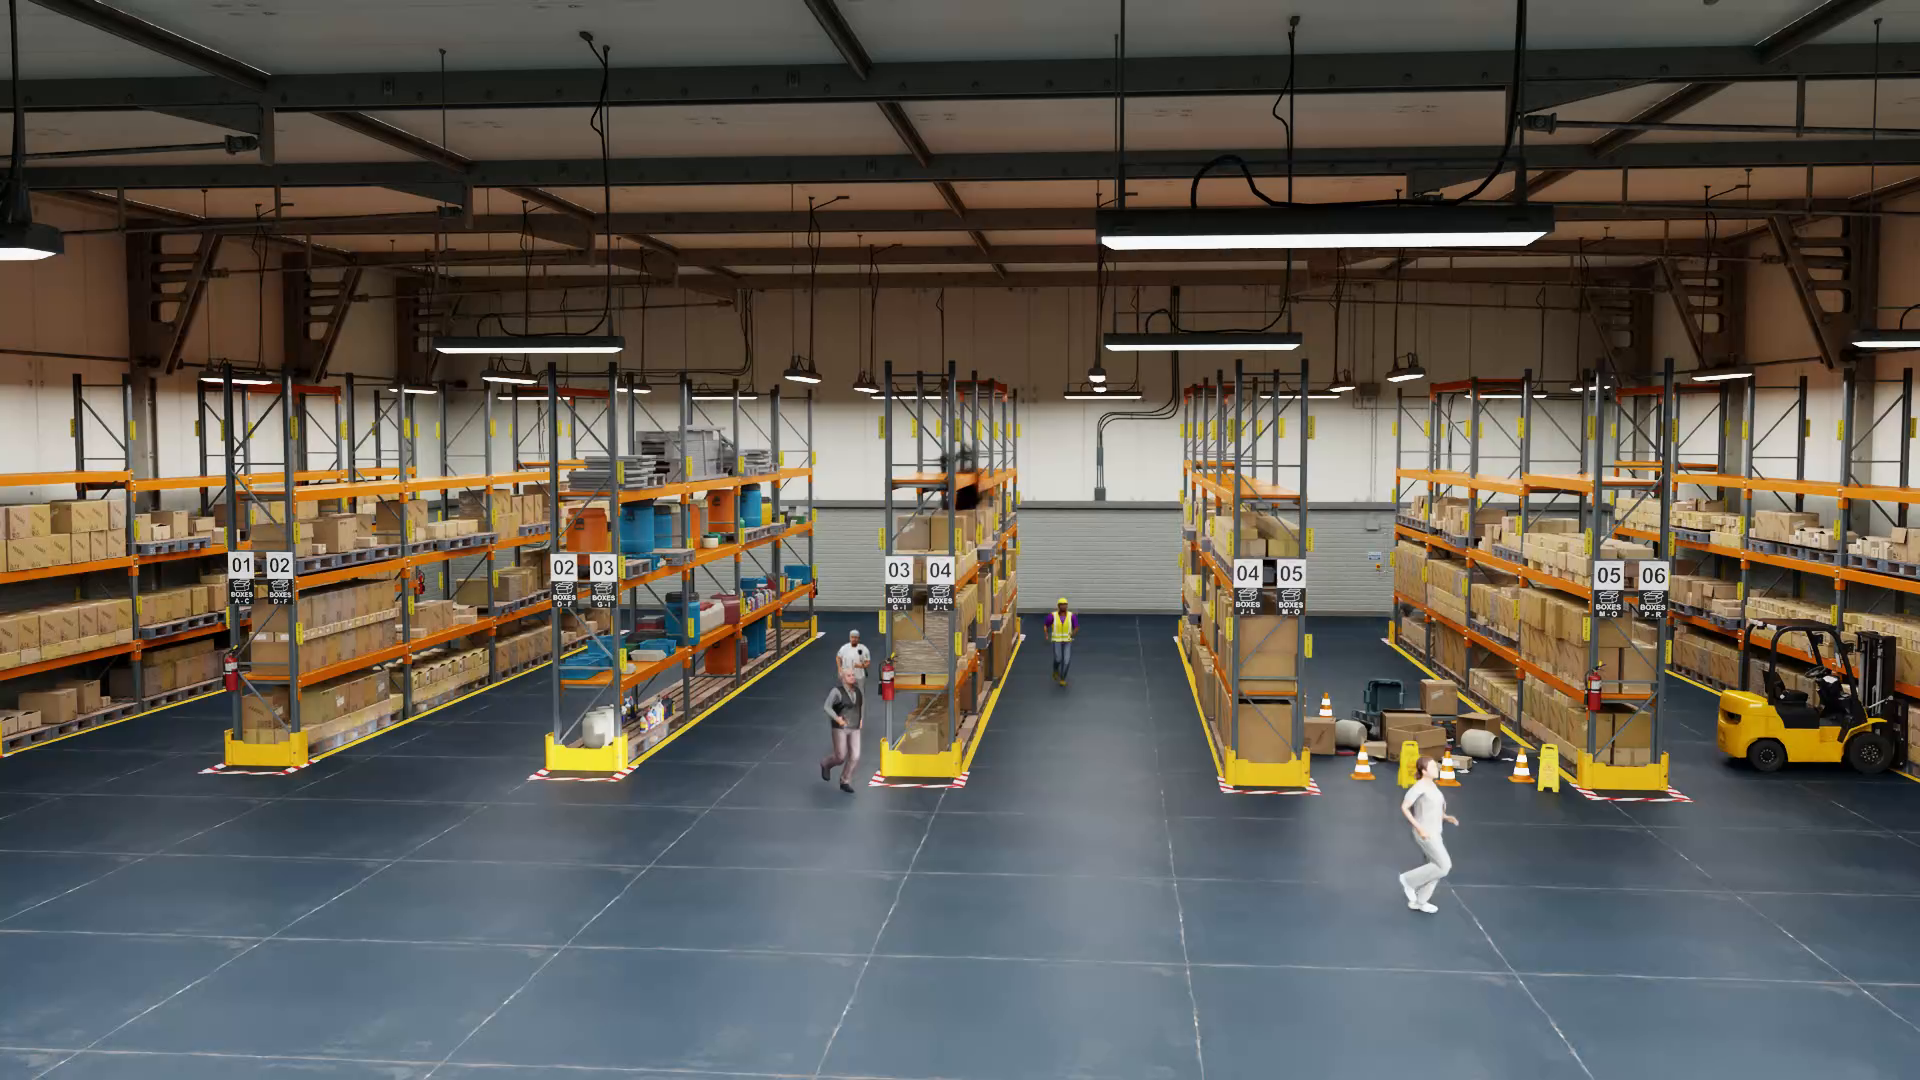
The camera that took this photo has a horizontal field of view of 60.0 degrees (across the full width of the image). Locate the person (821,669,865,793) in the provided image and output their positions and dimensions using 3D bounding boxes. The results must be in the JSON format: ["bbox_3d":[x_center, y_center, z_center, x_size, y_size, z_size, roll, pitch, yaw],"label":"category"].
[{"bbox_3d":[-1.603,2.643,23.257,0.678,1.694,0.684,-2,4,-33],"label":"person"}]

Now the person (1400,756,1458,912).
[{"bbox_3d":[4.880,3.053,17.264,0.556,1.627,0.559,3,5,37],"label":"person"}]

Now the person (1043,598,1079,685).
[{"bbox_3d":[2.002,1.996,32.617,0.698,1.720,0.576,0,4,-3],"label":"person"}]

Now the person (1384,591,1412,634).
[{"bbox_3d":[10.702,1.442,40.471,0.858,1.719,0.691,3,5,38],"label":"person"}]

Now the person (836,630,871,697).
[{"bbox_3d":[-1.786,2.345,27.892,0.577,1.679,0.682,0,4,-4],"label":"person"}]
